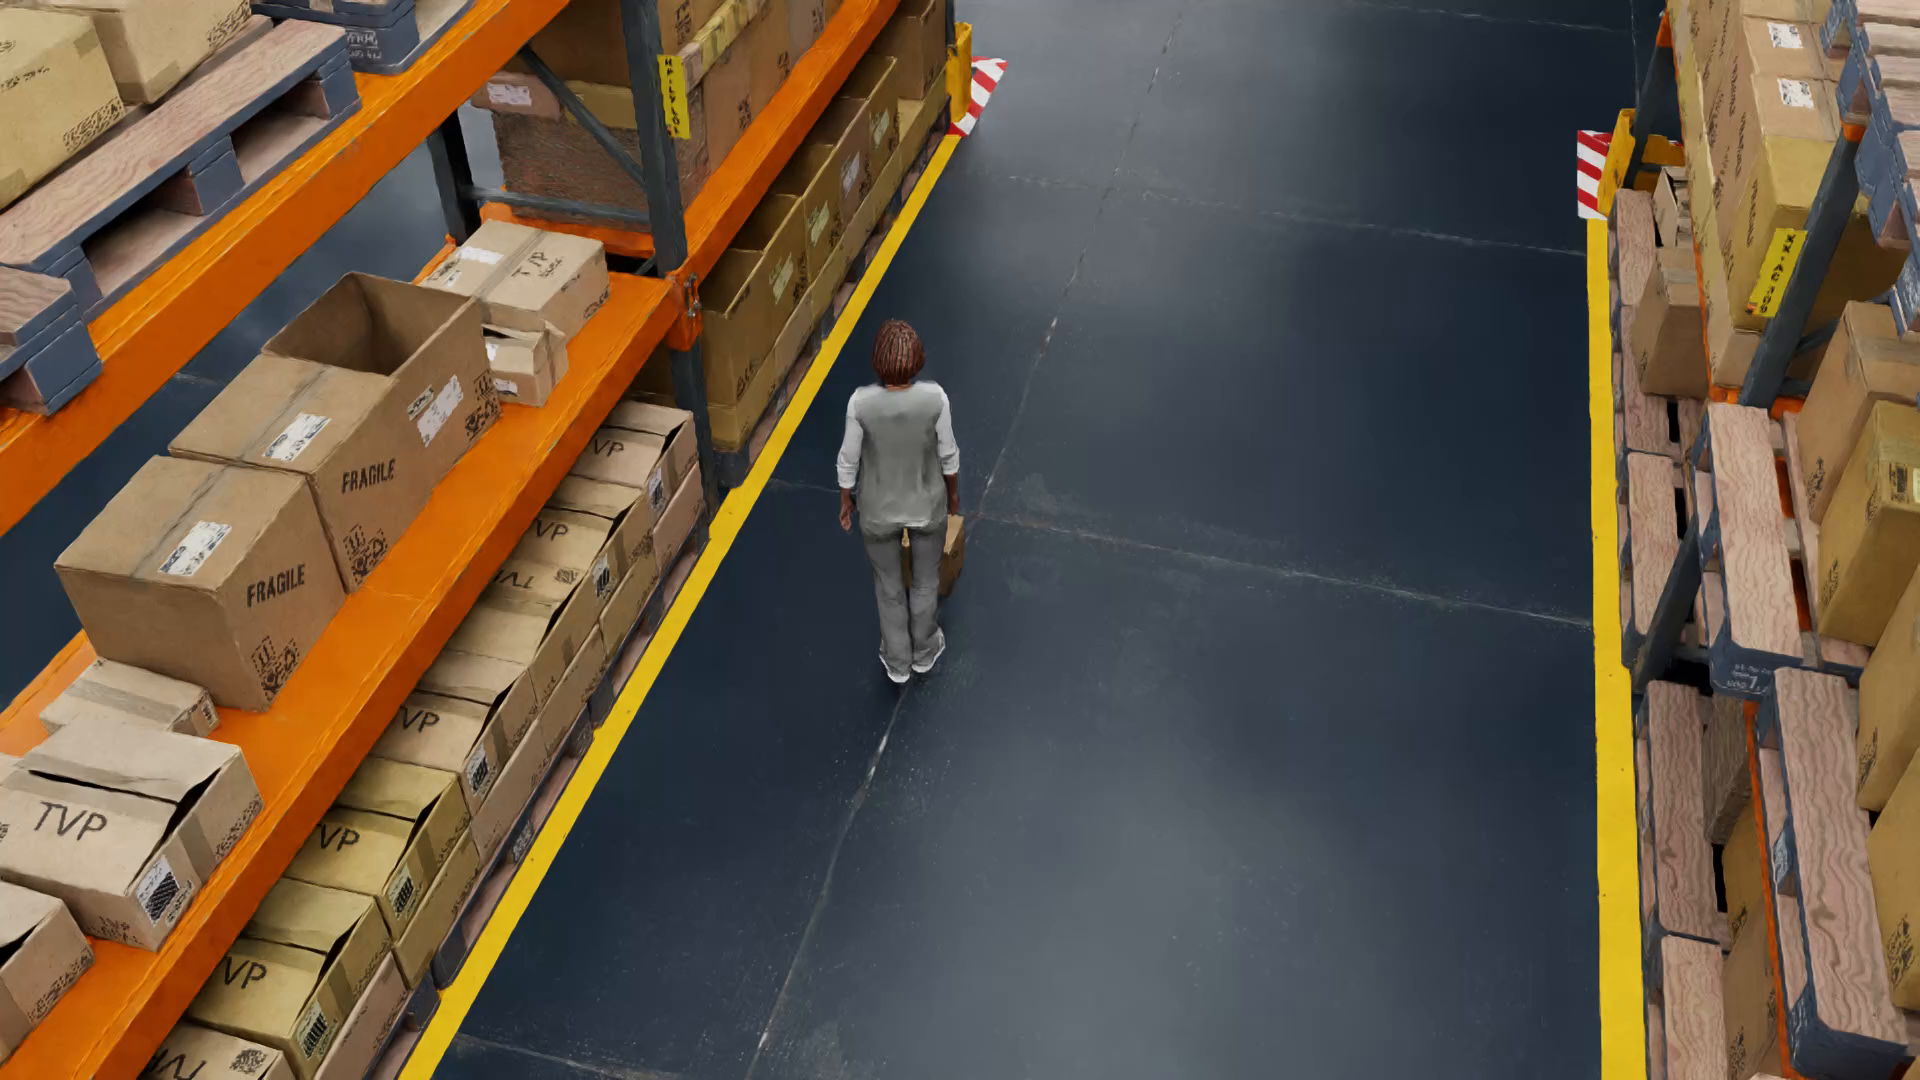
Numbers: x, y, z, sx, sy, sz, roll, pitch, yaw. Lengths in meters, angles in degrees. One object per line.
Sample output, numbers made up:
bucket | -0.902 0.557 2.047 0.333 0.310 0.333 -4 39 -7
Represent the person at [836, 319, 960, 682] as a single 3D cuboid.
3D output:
person | -0.224 -0.112 6.287 0.464 1.608 0.369 -4 42 -5
